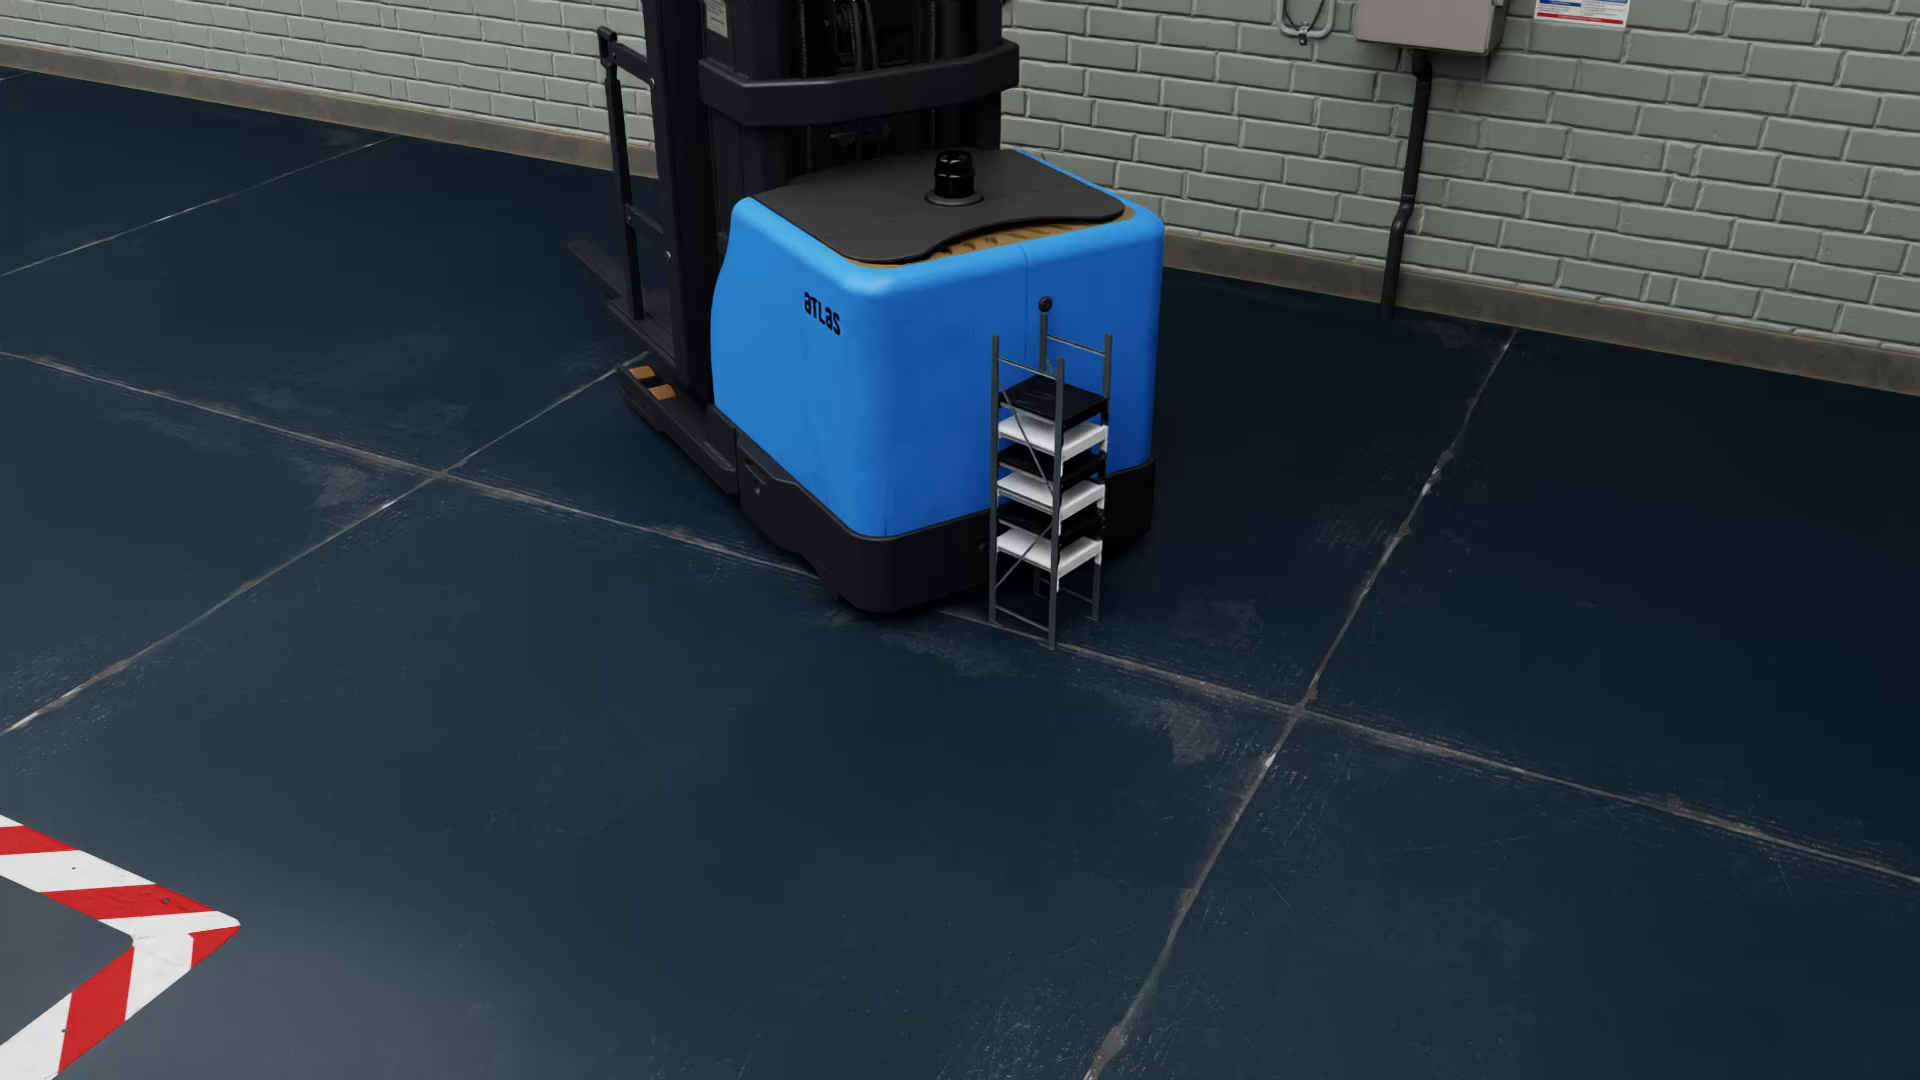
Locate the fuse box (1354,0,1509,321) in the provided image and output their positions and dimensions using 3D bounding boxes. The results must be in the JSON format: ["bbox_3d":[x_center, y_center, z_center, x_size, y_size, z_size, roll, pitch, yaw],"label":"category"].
[{"bbox_3d":[1.760,-1.633,6.375,0.539,1.711,0.414,14,33,23],"label":"fuse box"}]

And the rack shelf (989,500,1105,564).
[{"bbox_3d":[0.243,-0.045,4.672,0.258,0.077,0.200,24,37,35],"label":"rack shelf"}]

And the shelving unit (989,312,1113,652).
[{"bbox_3d":[0.243,-0.152,4.611,0.258,0.900,0.210,24,37,35],"label":"shelving unit"}]

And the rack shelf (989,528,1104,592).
[{"bbox_3d":[0.243,0.033,4.717,0.258,0.077,0.200,24,37,35],"label":"rack shelf"}]

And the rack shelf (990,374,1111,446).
[{"bbox_3d":[0.243,-0.357,4.493,0.258,0.077,0.200,24,37,35],"label":"rack shelf"}]

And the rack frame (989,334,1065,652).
[{"bbox_3d":[0.177,-0.114,4.544,0.240,0.900,0.006,24,37,35],"label":"rack frame"}]

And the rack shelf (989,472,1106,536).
[{"bbox_3d":[0.243,-0.123,4.627,0.258,0.077,0.200,24,37,35],"label":"rack shelf"}]

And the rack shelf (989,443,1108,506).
[{"bbox_3d":[0.243,-0.201,4.582,0.258,0.077,0.200,24,37,35],"label":"rack shelf"}]

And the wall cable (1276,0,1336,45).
[{"bbox_3d":[1.225,-2.857,6.192,0.588,1.984,0.122,14,33,23],"label":"wall cable"}]

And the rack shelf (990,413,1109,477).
[{"bbox_3d":[0.243,-0.279,4.538,0.258,0.077,0.200,24,37,35],"label":"rack shelf"}]

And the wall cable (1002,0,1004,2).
[{"bbox_3d":[-0.043,-3.187,6.736,0.585,1.953,0.123,14,33,23],"label":"wall cable"}]

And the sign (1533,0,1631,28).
[{"bbox_3d":[2.294,-2.130,6.043,0.329,0.494,0.001,14,33,23],"label":"sign"}]

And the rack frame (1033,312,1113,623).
[{"bbox_3d":[0.310,-0.190,4.677,0.240,0.900,0.006,24,37,35],"label":"rack frame"}]

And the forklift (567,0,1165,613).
[{"bbox_3d":[-0.587,-1.762,5.375,1.130,2.935,3.031,-17,34,-26],"label":"forklift"}]
